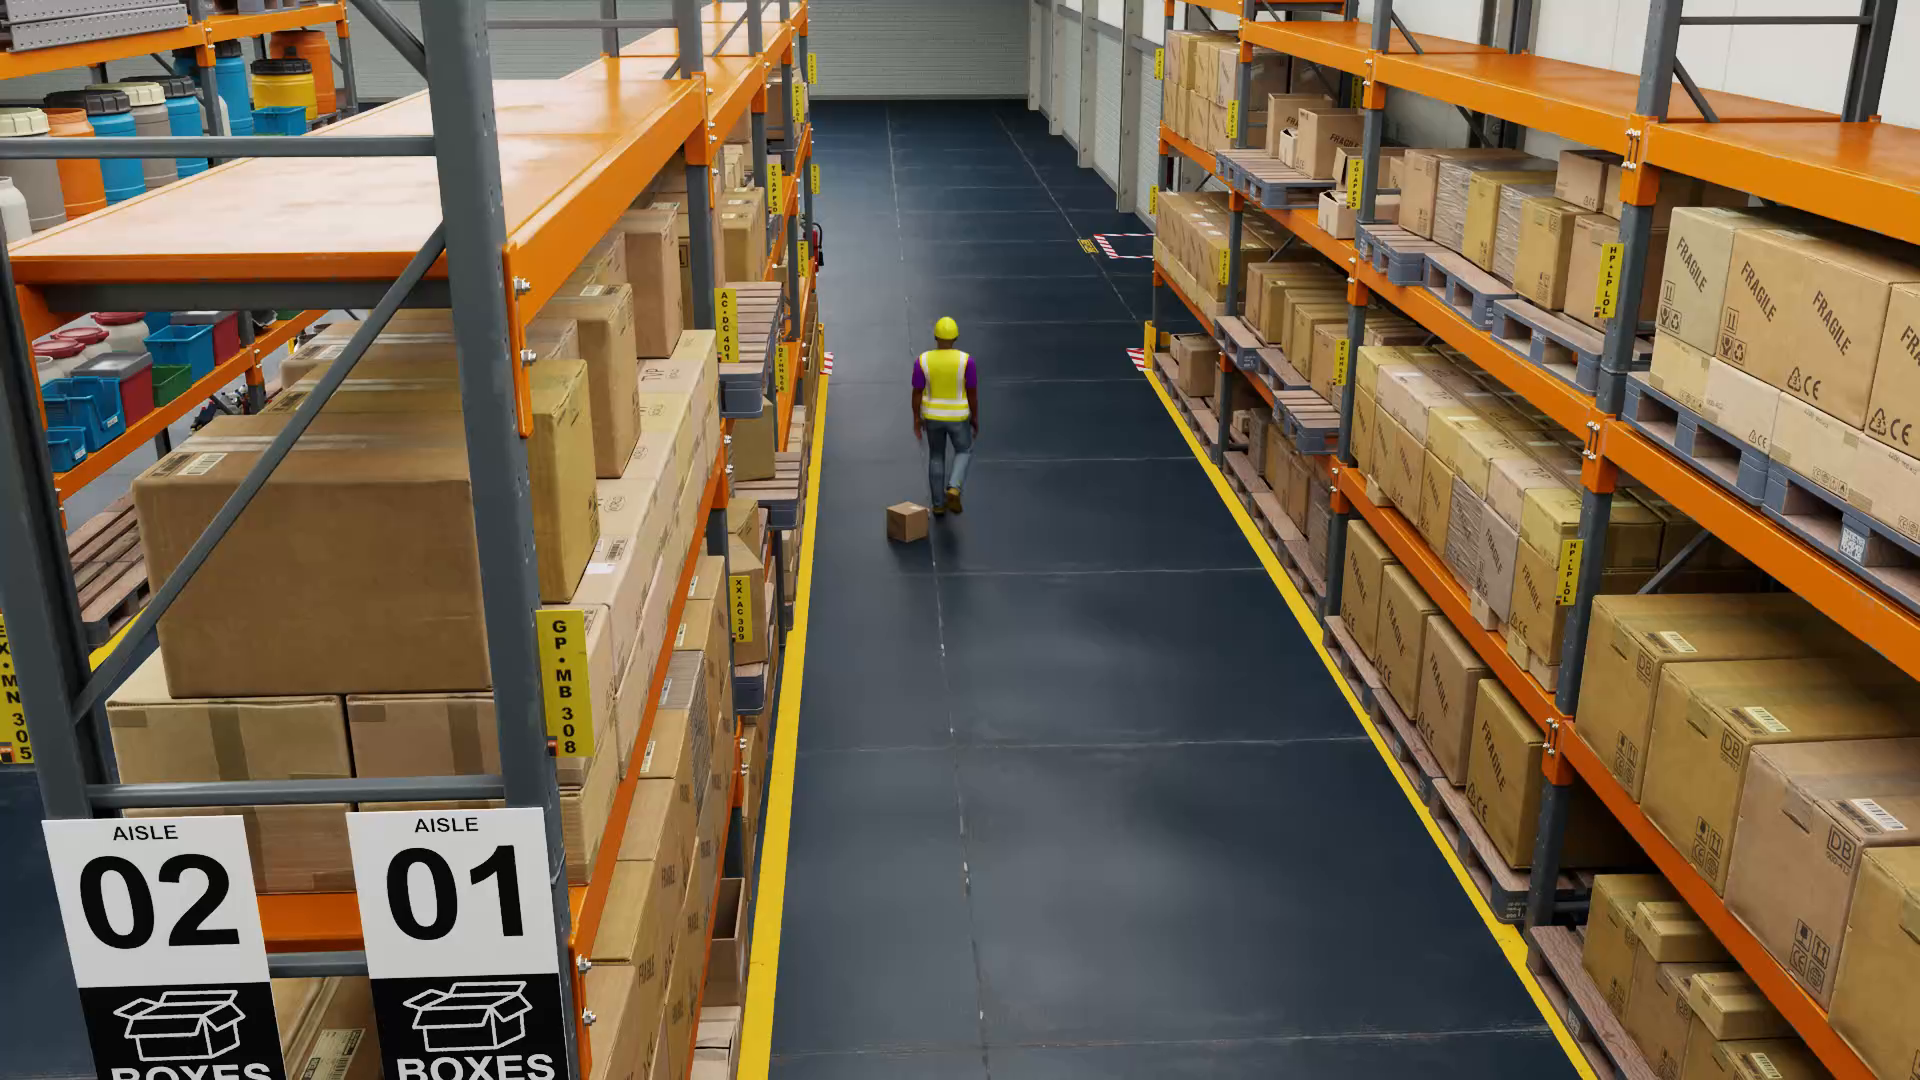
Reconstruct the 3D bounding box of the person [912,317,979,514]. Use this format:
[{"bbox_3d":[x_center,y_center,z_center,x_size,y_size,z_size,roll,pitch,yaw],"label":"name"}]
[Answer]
[{"bbox_3d":[-0.123,-1.057,14.334,0.578,1.752,0.561,2,20,6],"label":"person"}]
